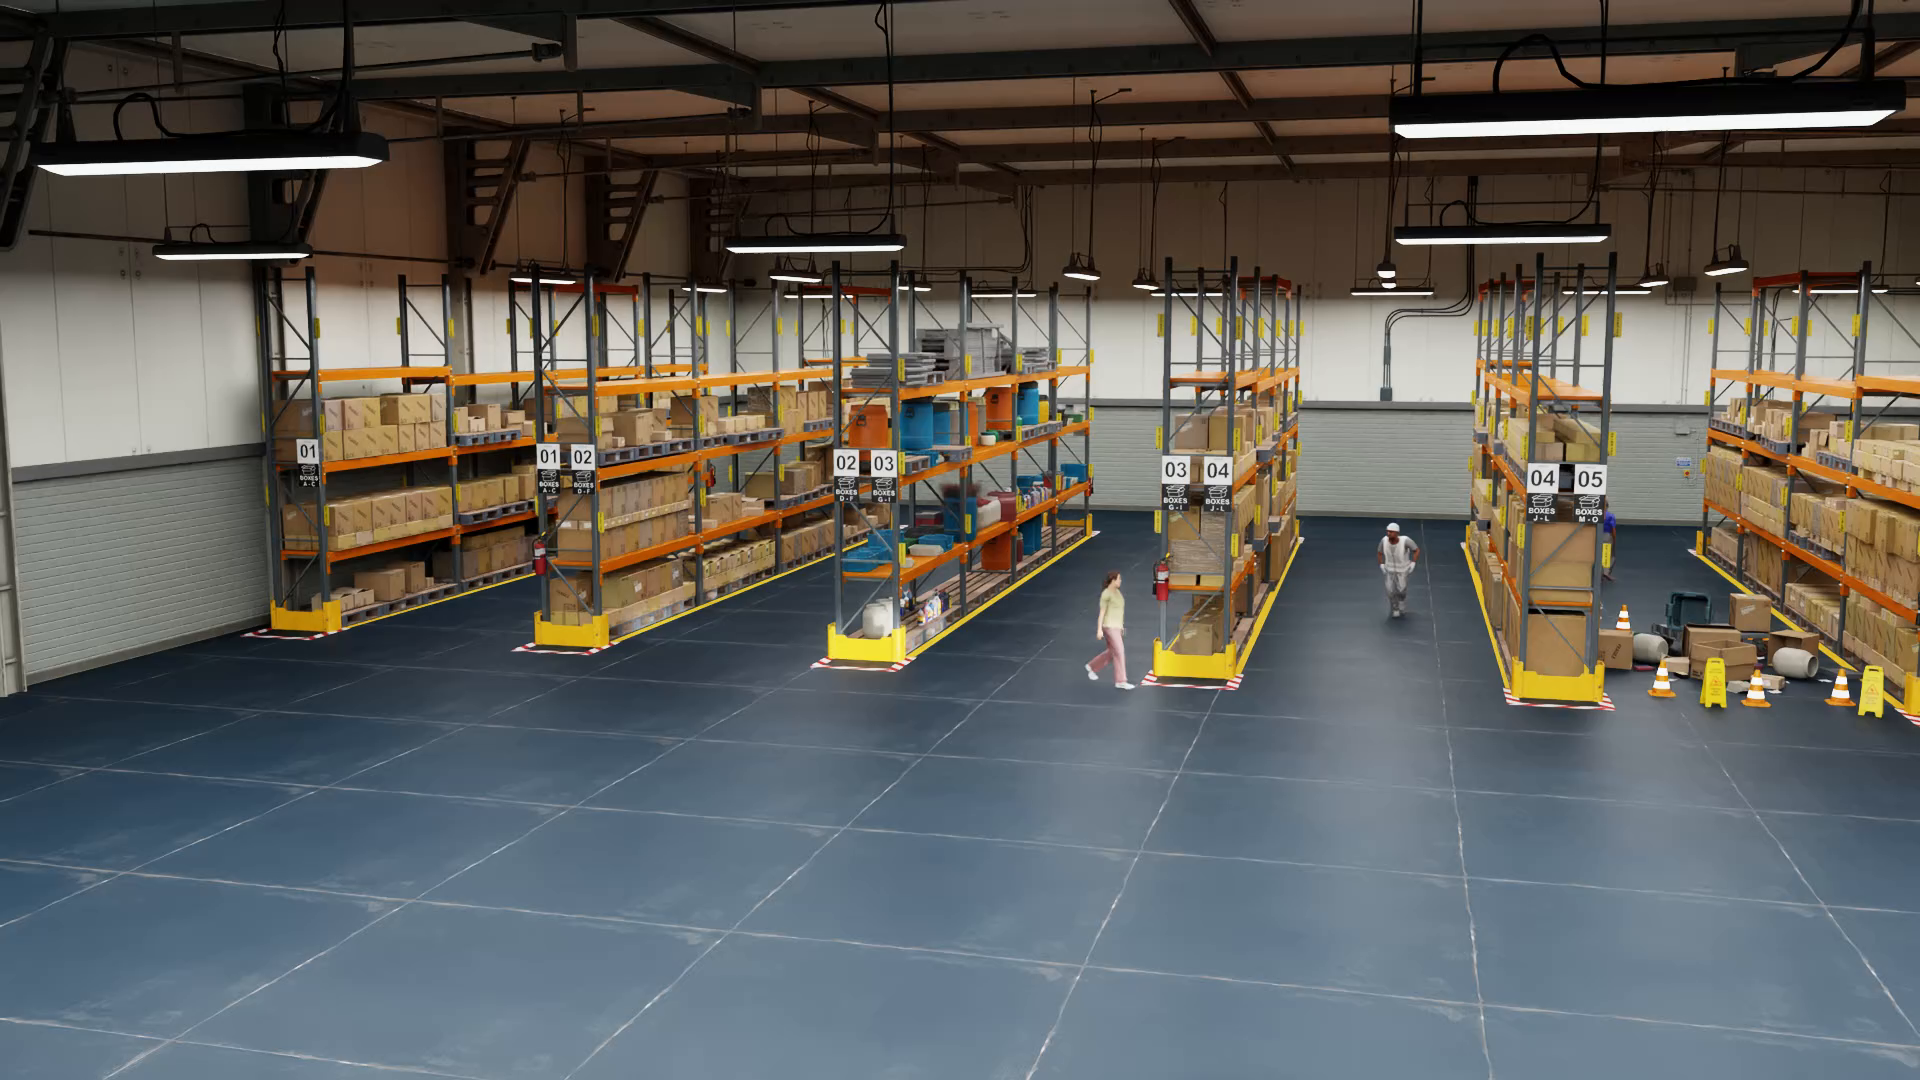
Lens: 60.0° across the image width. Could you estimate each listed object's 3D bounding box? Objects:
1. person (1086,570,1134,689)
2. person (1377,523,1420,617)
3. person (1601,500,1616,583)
[{"bbox_3d":[2.121,1.229,23.400,0.879,1.631,0.509,4,8,31],"label":"person"},{"bbox_3d":[7.601,0.522,28.851,0.725,1.675,0.668,3,8,22],"label":"person"},{"bbox_3d":[12.696,0.034,32.780,0.511,1.656,0.484,4,8,27],"label":"person"}]
